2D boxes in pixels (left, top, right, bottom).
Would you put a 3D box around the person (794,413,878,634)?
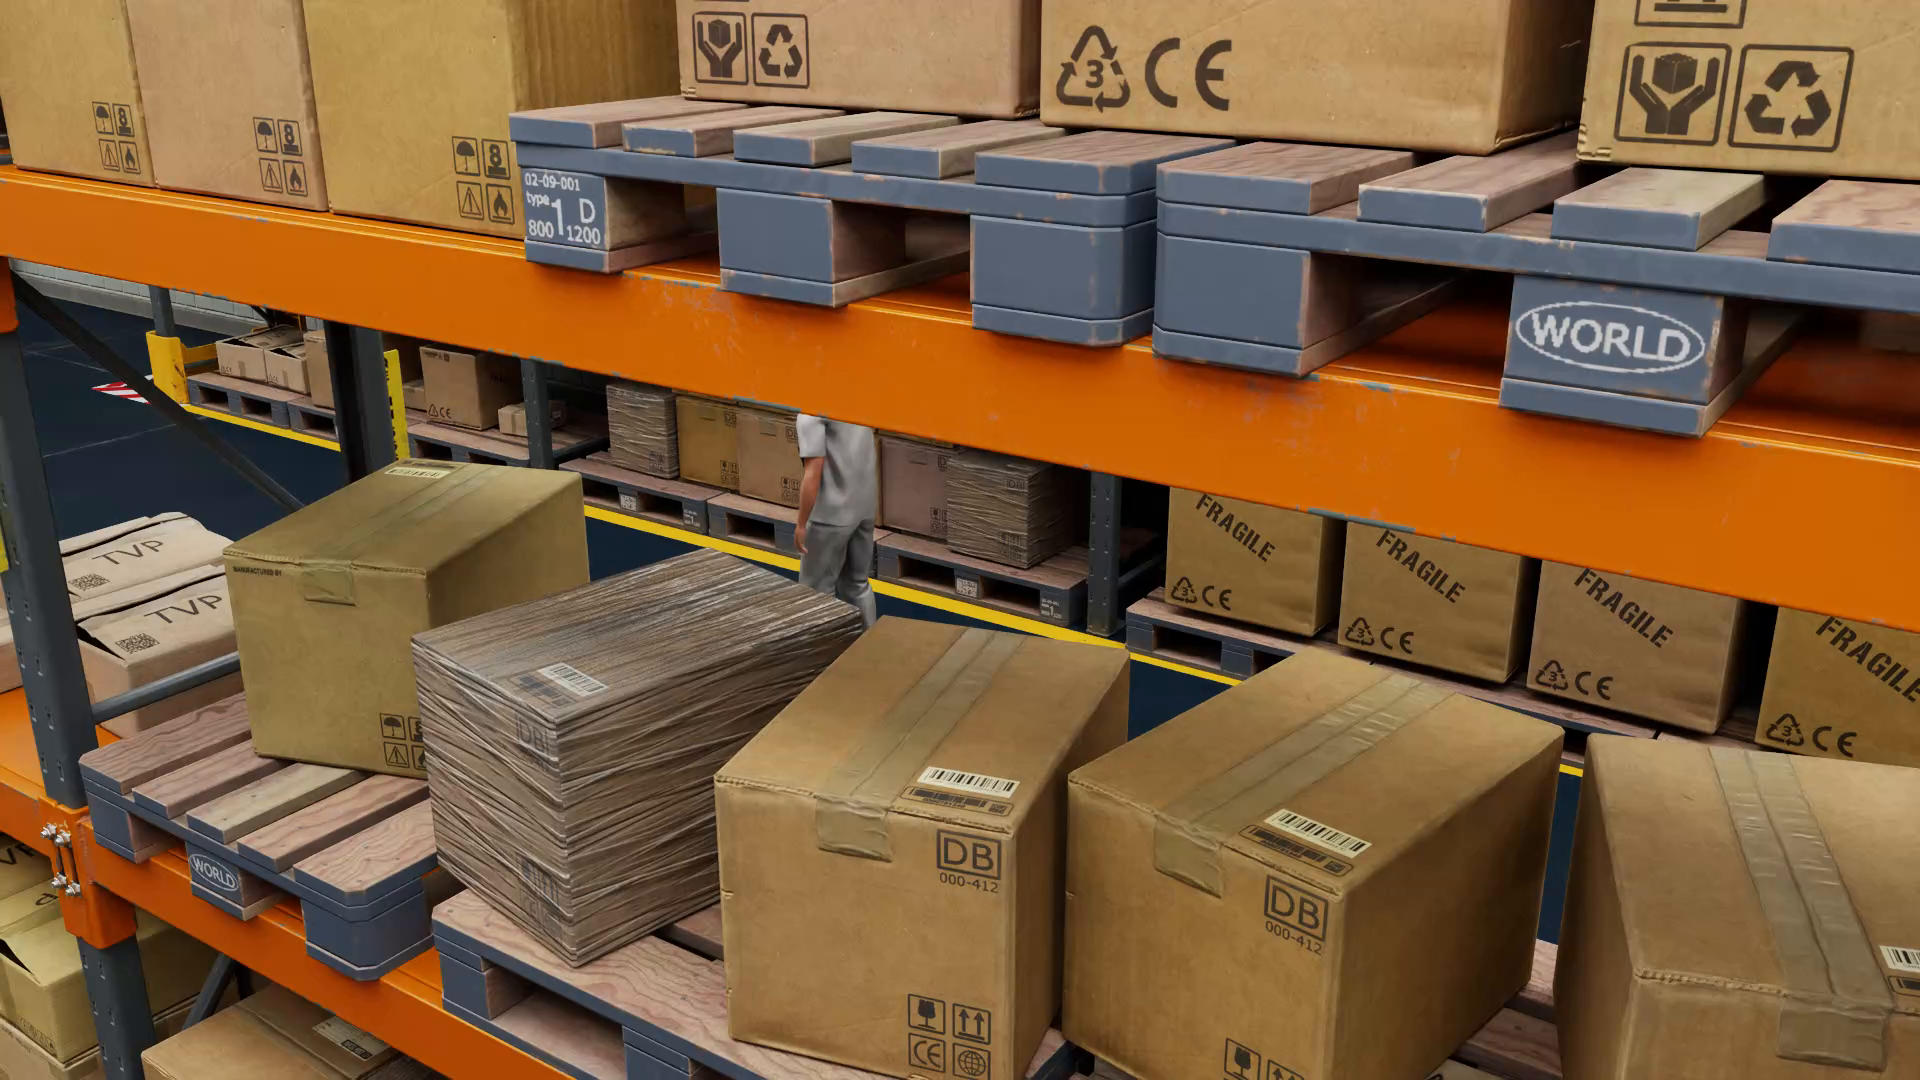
[{"bbox_3d":[-0.575,-0.111,7.380,0.405,1.672,0.496,13,23,31],"label":"person"}]
